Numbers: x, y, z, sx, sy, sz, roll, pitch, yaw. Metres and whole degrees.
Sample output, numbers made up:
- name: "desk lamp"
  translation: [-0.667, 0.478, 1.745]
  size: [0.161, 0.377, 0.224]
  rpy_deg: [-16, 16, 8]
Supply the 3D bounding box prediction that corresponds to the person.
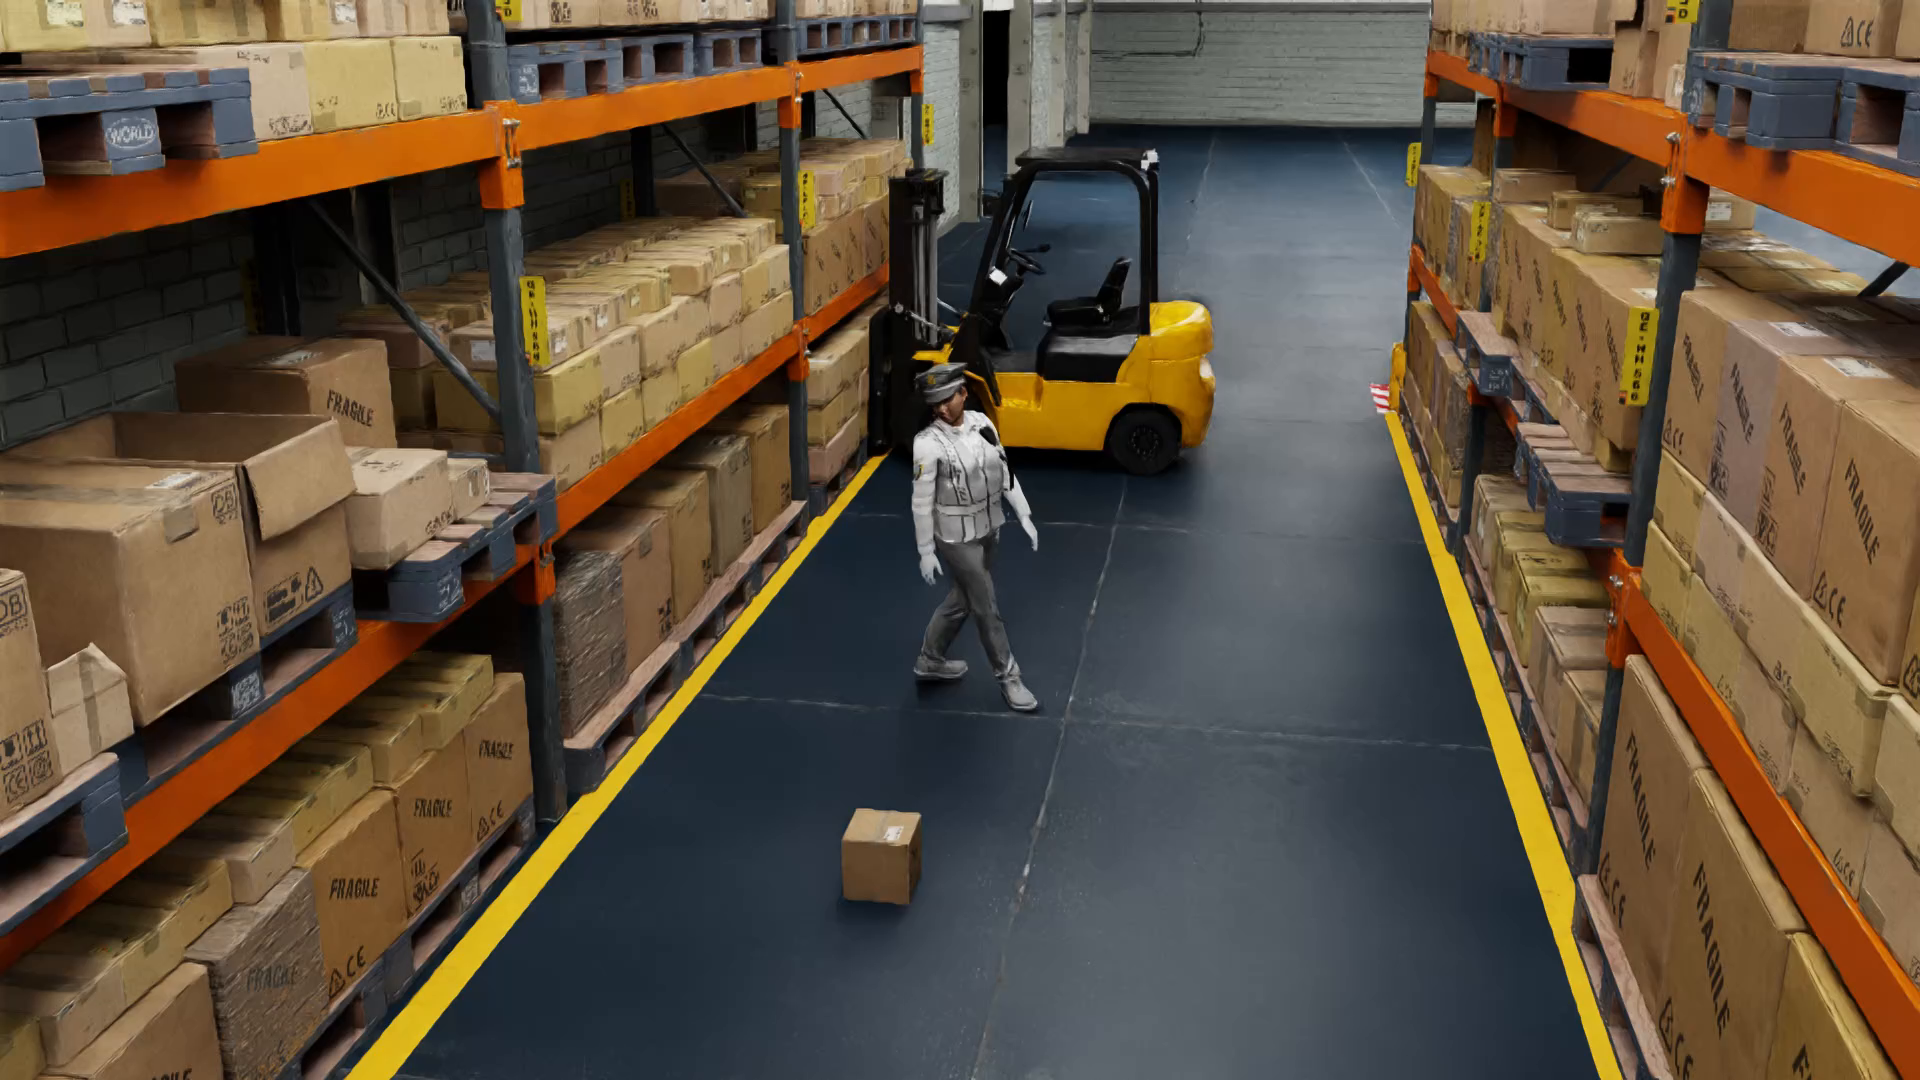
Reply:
- name: "person"
  translation: [0.040, -0.020, 7.645]
  size: [0.672, 1.639, 0.516]
  rpy_deg: [12, 22, 33]
